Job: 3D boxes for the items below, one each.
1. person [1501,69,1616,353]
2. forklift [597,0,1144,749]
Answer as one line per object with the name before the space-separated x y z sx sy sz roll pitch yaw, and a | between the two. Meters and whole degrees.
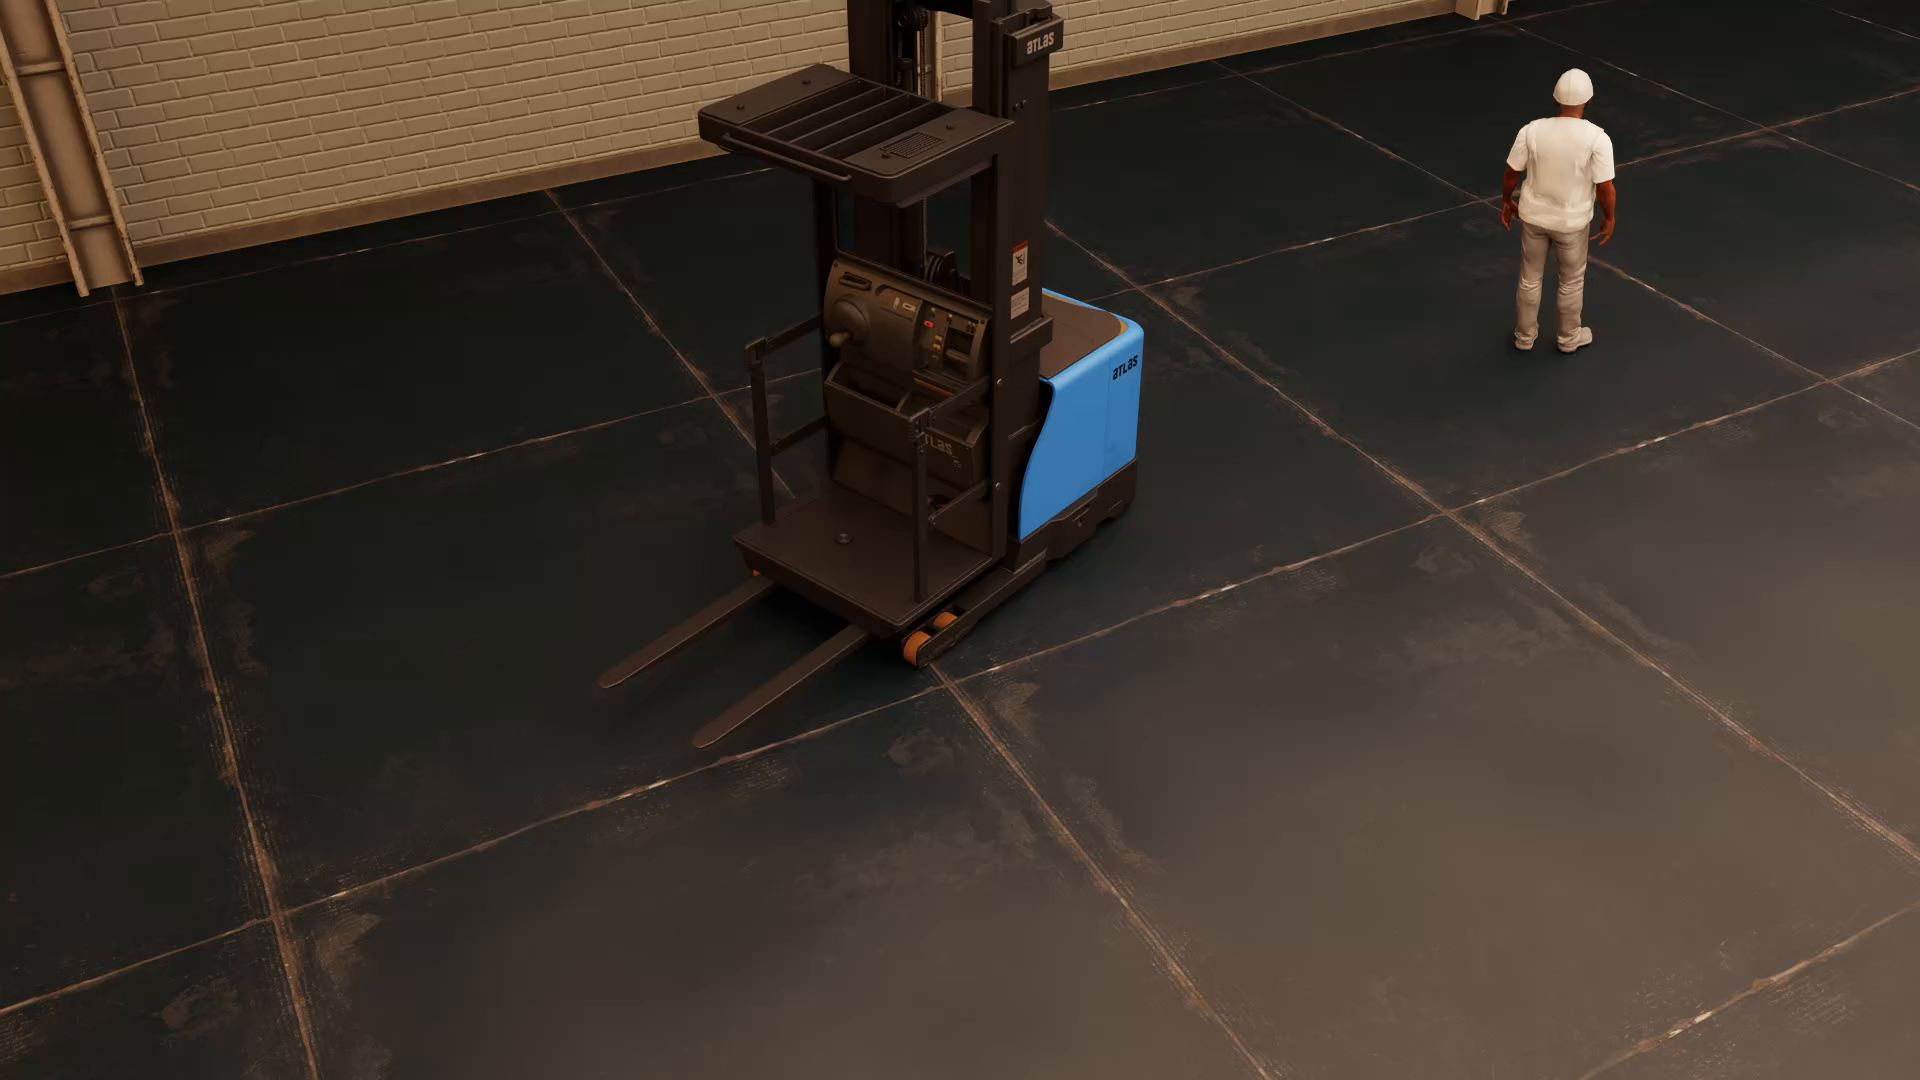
person | 3.564 -1.956 9.887 0.665 1.769 0.574 21 40 27
forklift | -0.390 -0.927 7.434 1.130 2.935 3.031 26 43 31
